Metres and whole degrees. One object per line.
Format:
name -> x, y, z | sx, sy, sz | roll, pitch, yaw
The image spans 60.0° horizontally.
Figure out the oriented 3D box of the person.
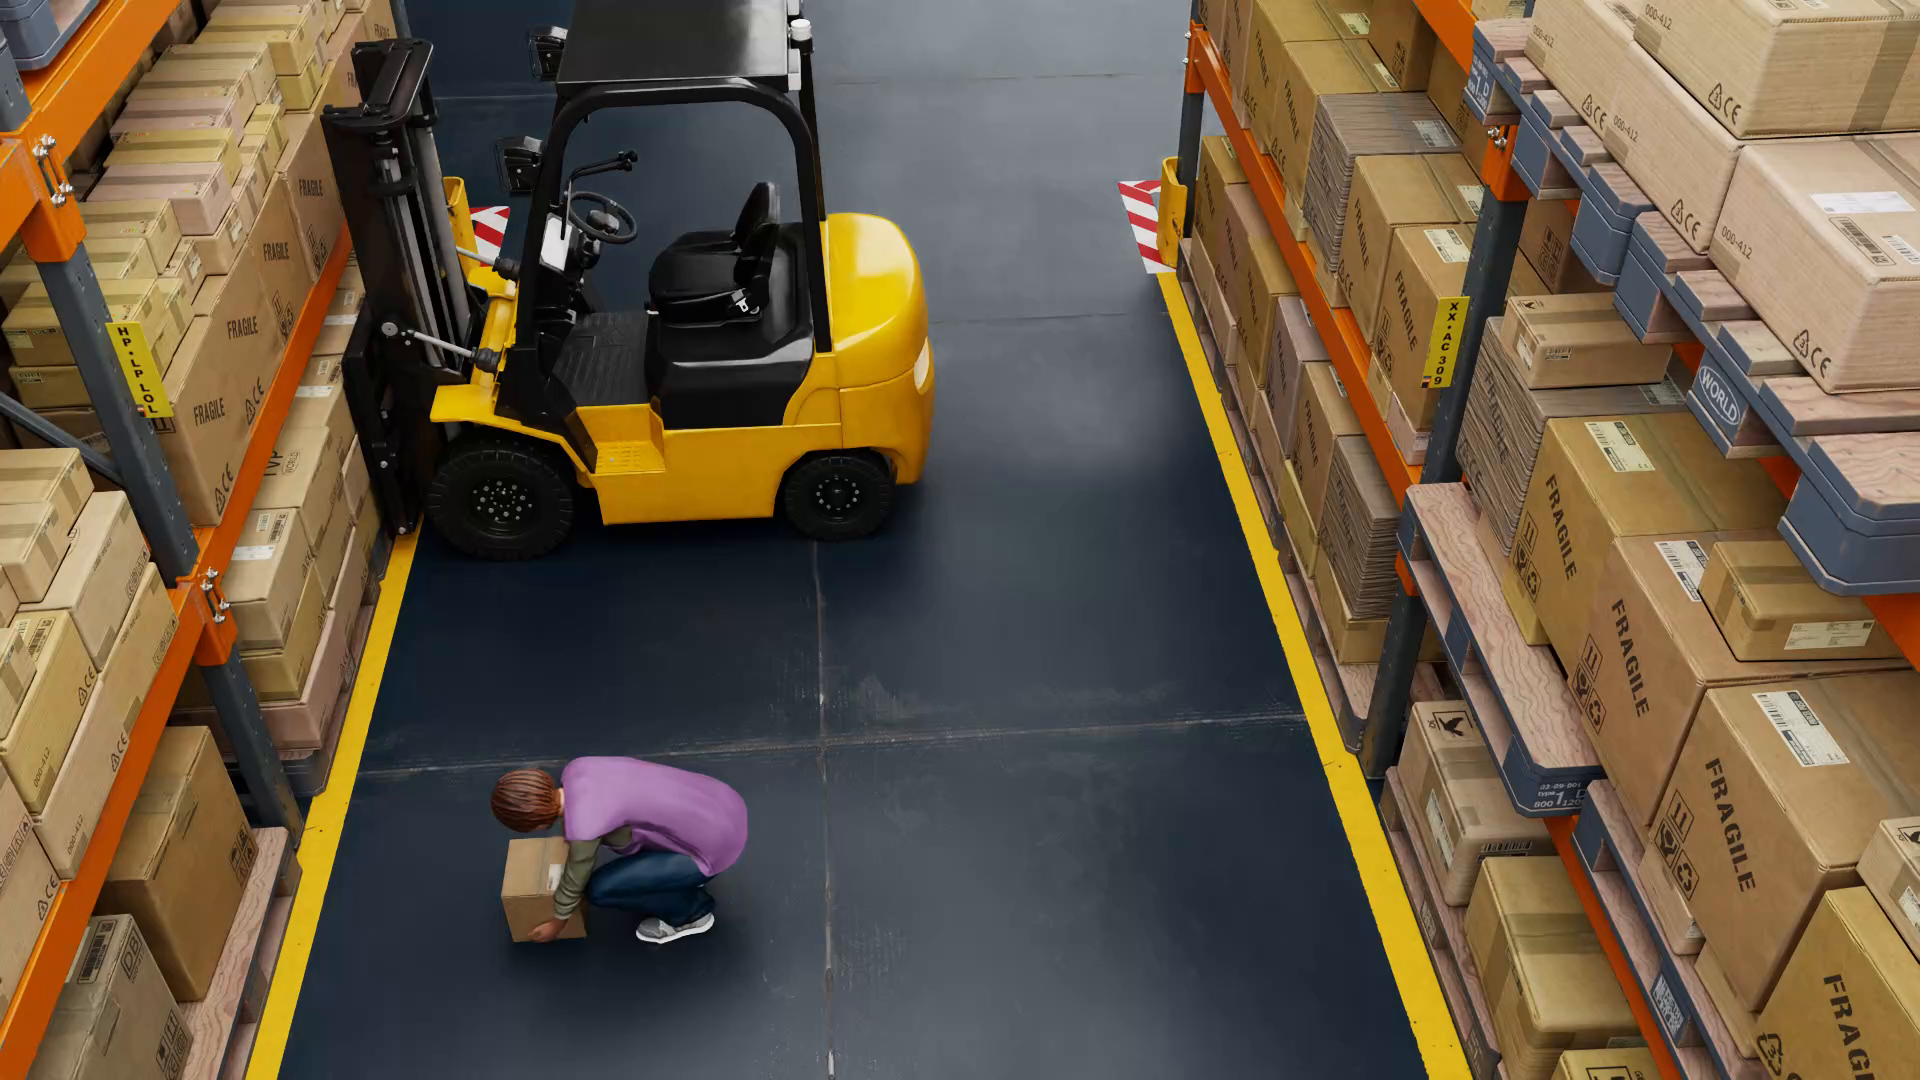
person -> -1.118, 1.034, 5.633 | 0.806, 0.721, 0.433 | -3, 40, -4
